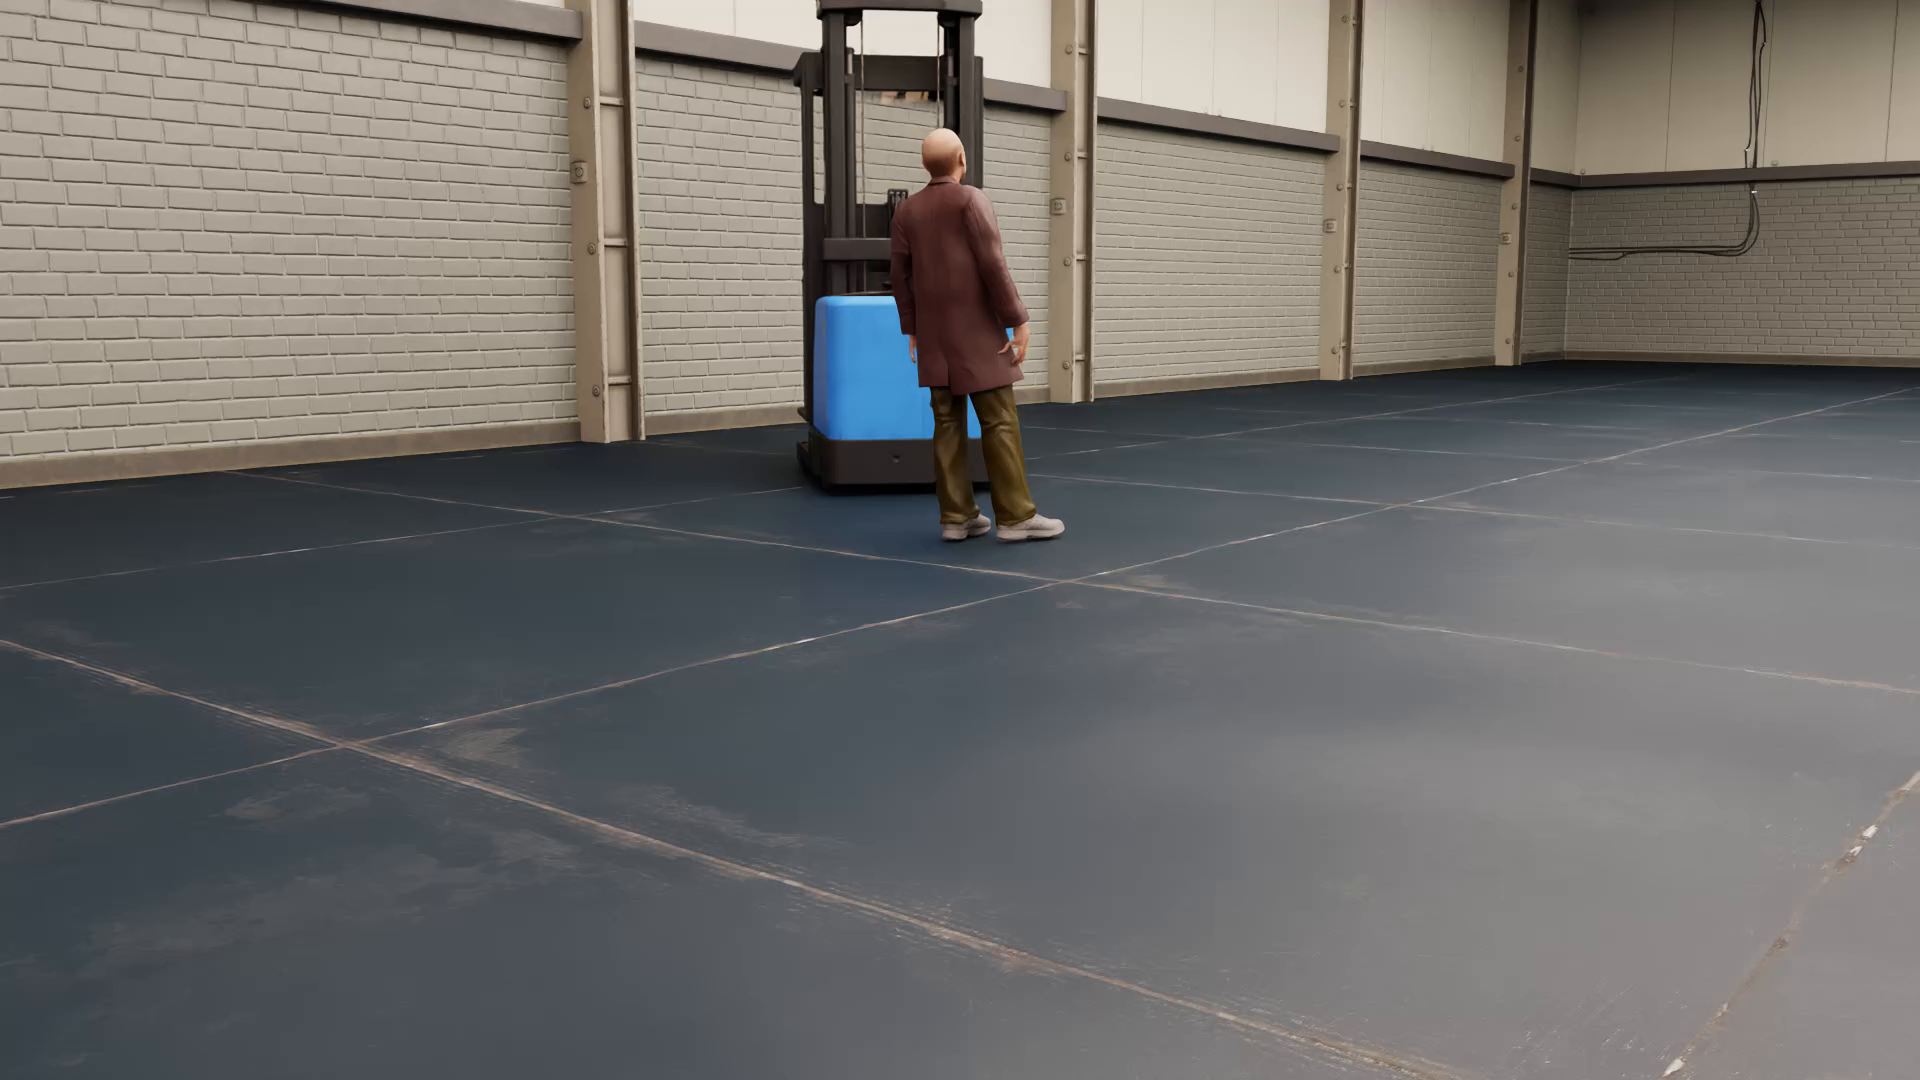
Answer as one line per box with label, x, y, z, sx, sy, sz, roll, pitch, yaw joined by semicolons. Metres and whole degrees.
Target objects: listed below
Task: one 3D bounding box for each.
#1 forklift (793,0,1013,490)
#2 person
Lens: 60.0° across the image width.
forklift;-0.444;-1.903;10.288;1.130;2.935;3.031;-1;8;-9
person;0.061;-0.897;7.344;0.696;1.778;0.579;7;11;38
